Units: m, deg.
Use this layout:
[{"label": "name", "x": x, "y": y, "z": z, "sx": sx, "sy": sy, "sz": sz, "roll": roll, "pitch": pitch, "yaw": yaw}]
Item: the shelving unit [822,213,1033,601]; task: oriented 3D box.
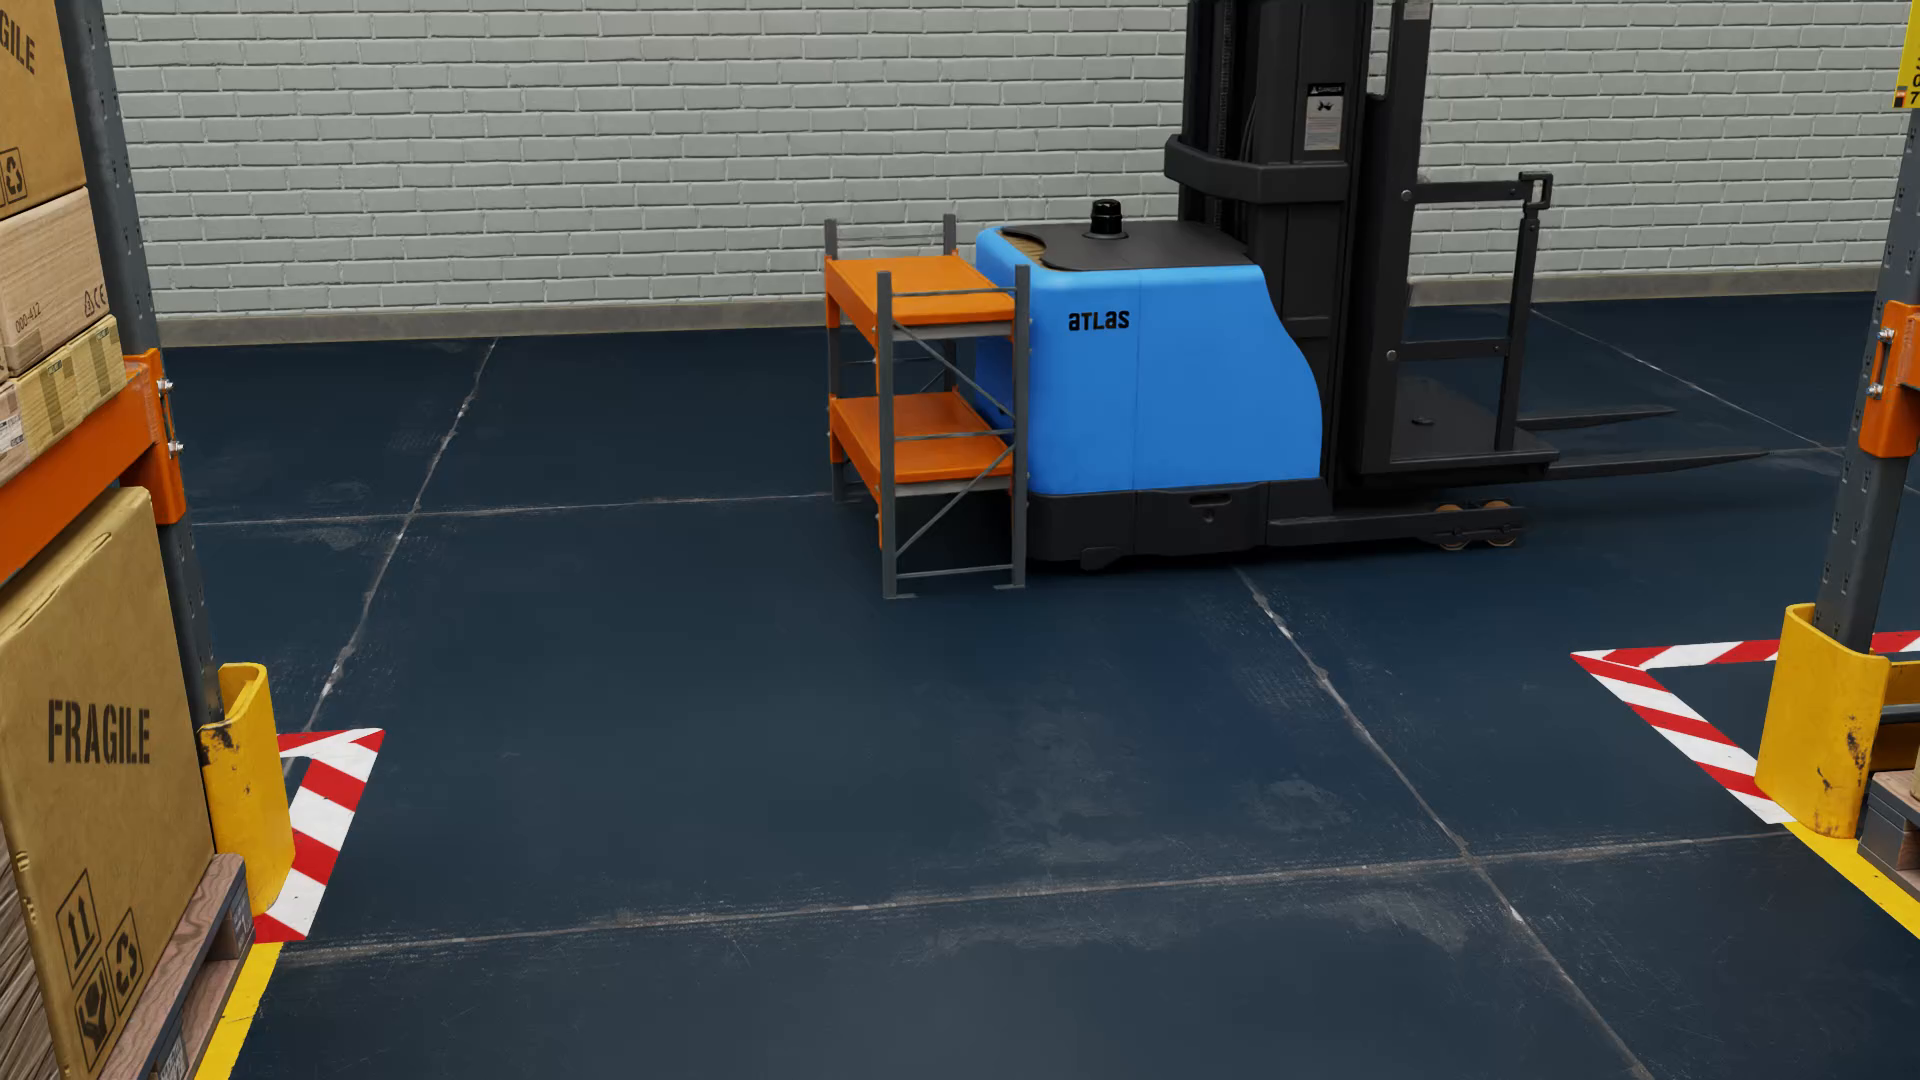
[{"label": "shelving unit", "x": -0.140, "y": -0.518, "z": 5.996, "sx": 0.538, "sy": 1.125, "sz": 1.048, "roll": -5, "pitch": 21, "yaw": -13}]

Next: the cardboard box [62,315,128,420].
[{"label": "cardboard box", "x": -1.830, "y": -0.323, "z": 3.154, "sx": 0.380, "sy": 0.149, "sz": 0.250, "roll": -3, "pitch": 21, "yaw": -7}]

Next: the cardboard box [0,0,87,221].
[{"label": "cardboard box", "x": -1.877, "y": -0.813, "z": 2.822, "sx": 0.500, "sy": 0.500, "sz": 0.500, "roll": -3, "pitch": 21, "yaw": -7}]

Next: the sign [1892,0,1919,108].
[{"label": "sign", "x": 2.179, "y": -1.141, "z": 3.746, "sx": 0.100, "sy": 0.325, "sz": 0.005, "roll": -3, "pitch": 21, "yaw": -8}]

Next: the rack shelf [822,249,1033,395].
[{"label": "rack shelf", "x": -0.141, "y": -0.793, "z": 5.894, "sx": 0.538, "sy": 0.278, "sz": 1.000, "roll": -5, "pitch": 21, "yaw": -13}]

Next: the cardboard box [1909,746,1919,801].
[{"label": "cardboard box", "x": 2.474, "y": 0.574, "z": 3.868, "sx": 0.380, "sy": 0.149, "sz": 0.250, "roll": -2, "pitch": 21, "yaw": -7}]

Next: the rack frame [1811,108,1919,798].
[{"label": "rack frame", "x": 2.716, "y": -0.763, "z": 3.971, "sx": 1.000, "sy": 3.000, "sz": 0.127, "roll": -3, "pitch": 21, "yaw": -8}]

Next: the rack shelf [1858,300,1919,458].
[{"label": "rack shelf", "x": 3.004, "y": 0.267, "z": 2.243, "sx": 1.077, "sy": 0.370, "sz": 4.000, "roll": -3, "pitch": 21, "yaw": -8}]

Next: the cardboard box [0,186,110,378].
[{"label": "cardboard box", "x": -1.875, "y": -0.462, "z": 2.956, "sx": 0.500, "sy": 0.250, "sz": 0.500, "roll": -3, "pitch": 21, "yaw": -9}]

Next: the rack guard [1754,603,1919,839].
[{"label": "rack guard", "x": 2.727, "y": 0.435, "z": 4.338, "sx": 1.175, "sy": 0.500, "sz": 0.348, "roll": -3, "pitch": 21, "yaw": -8}]

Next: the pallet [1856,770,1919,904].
[{"label": "pallet", "x": 2.809, "y": 0.853, "z": 3.631, "sx": 1.003, "sy": 0.211, "sz": 1.213, "roll": -3, "pitch": 21, "yaw": -8}]

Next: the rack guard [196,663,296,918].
[{"label": "rack guard", "x": -2.211, "y": 0.615, "z": 3.855, "sx": 1.175, "sy": 0.500, "sz": 0.348, "roll": -3, "pitch": 21, "yaw": -8}]

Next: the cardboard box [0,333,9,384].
[{"label": "cardboard box", "x": -1.802, "y": -0.287, "z": 2.486, "sx": 0.500, "sy": 0.250, "sz": 0.500, "roll": -3, "pitch": 21, "yaw": -9}]

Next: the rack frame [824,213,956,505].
[{"label": "rack frame", "x": -0.262, "y": -0.691, "z": 6.459, "sx": 0.500, "sy": 1.125, "sz": 0.032, "roll": -5, "pitch": 21, "yaw": -13}]

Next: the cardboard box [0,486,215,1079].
[{"label": "cardboard box", "x": -2.036, "y": 0.469, "z": 3.111, "sx": 0.875, "sy": 0.875, "sz": 0.875, "roll": -3, "pitch": 21, "yaw": -8}]

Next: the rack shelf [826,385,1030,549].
[{"label": "rack shelf", "x": -0.140, "y": -0.289, "z": 6.082, "sx": 0.538, "sy": 0.278, "sz": 1.000, "roll": -5, "pitch": 21, "yaw": -13}]

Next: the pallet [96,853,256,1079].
[{"label": "pallet", "x": -2.014, "y": 1.032, "z": 3.152, "sx": 1.003, "sy": 0.211, "sz": 1.213, "roll": -3, "pitch": 21, "yaw": -8}]

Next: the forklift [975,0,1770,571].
[{"label": "forklift", "x": 1.617, "y": -1.511, "z": 6.072, "sx": 3.031, "sy": 2.935, "sz": 1.130, "roll": -4, "pitch": 21, "yaw": -11}]

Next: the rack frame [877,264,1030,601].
[{"label": "rack frame", "x": -0.019, "y": -0.346, "z": 5.534, "sx": 0.500, "sy": 1.125, "sz": 0.032, "roll": -5, "pitch": 21, "yaw": -13}]

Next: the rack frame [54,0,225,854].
[{"label": "rack frame", "x": -2.207, "y": -0.548, "z": 3.395, "sx": 1.000, "sy": 3.000, "sz": 0.127, "roll": -3, "pitch": 21, "yaw": -8}]

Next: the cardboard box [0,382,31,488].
[{"label": "cardboard box", "x": -1.756, "y": -0.146, "z": 2.679, "sx": 0.380, "sy": 0.149, "sz": 0.250, "roll": -3, "pitch": 21, "yaw": -8}]

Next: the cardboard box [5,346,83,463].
[{"label": "cardboard box", "x": -1.791, "y": -0.233, "z": 2.913, "sx": 0.380, "sy": 0.149, "sz": 0.250, "roll": -3, "pitch": 21, "yaw": -7}]

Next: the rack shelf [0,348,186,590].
[{"label": "rack shelf", "x": -1.919, "y": 0.482, "z": 1.667, "sx": 1.077, "sy": 0.370, "sz": 4.000, "roll": -3, "pitch": 21, "yaw": -8}]
